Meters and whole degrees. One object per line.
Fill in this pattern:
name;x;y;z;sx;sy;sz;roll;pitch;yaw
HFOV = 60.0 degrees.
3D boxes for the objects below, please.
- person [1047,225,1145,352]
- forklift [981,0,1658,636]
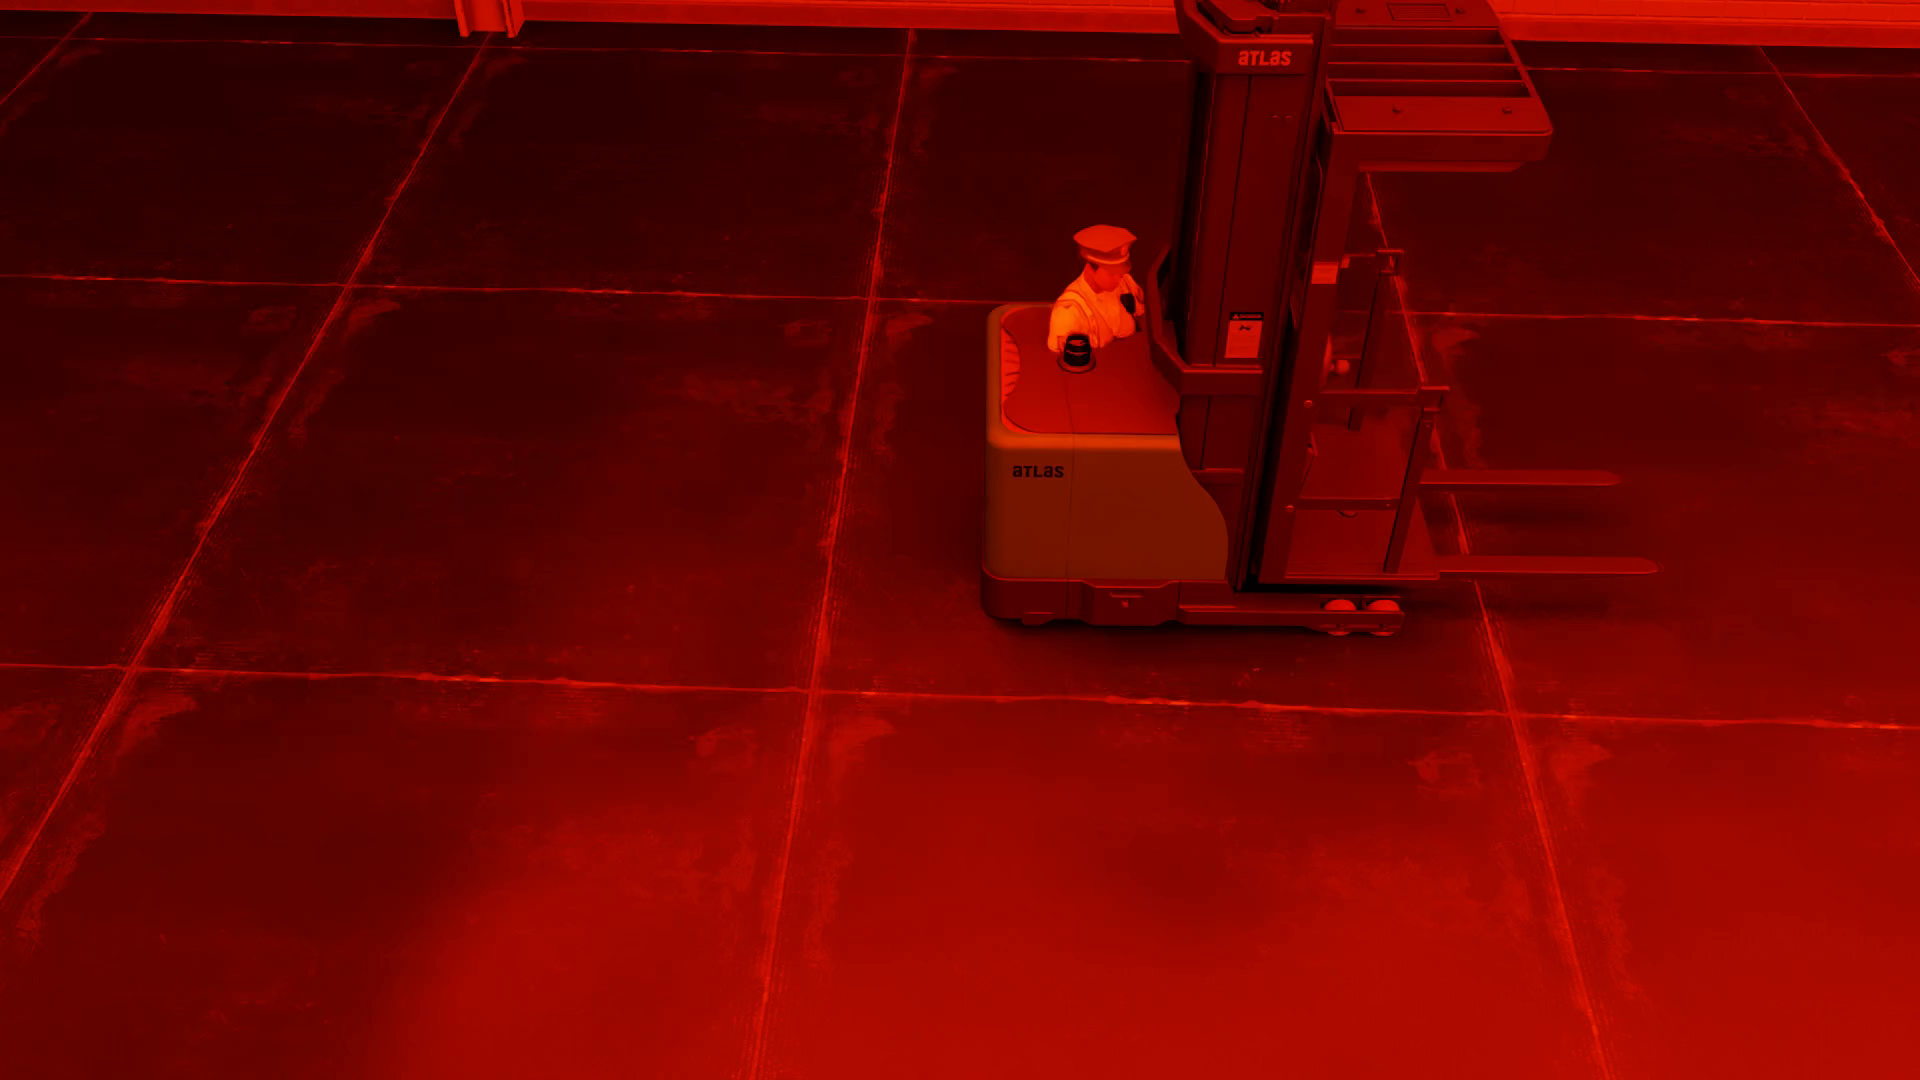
person;0.690;-0.634;7.468;0.714;1.629;0.531;-27;49;-26
forklift;1.615;-1.018;6.858;3.031;2.935;1.130;1;42;1
